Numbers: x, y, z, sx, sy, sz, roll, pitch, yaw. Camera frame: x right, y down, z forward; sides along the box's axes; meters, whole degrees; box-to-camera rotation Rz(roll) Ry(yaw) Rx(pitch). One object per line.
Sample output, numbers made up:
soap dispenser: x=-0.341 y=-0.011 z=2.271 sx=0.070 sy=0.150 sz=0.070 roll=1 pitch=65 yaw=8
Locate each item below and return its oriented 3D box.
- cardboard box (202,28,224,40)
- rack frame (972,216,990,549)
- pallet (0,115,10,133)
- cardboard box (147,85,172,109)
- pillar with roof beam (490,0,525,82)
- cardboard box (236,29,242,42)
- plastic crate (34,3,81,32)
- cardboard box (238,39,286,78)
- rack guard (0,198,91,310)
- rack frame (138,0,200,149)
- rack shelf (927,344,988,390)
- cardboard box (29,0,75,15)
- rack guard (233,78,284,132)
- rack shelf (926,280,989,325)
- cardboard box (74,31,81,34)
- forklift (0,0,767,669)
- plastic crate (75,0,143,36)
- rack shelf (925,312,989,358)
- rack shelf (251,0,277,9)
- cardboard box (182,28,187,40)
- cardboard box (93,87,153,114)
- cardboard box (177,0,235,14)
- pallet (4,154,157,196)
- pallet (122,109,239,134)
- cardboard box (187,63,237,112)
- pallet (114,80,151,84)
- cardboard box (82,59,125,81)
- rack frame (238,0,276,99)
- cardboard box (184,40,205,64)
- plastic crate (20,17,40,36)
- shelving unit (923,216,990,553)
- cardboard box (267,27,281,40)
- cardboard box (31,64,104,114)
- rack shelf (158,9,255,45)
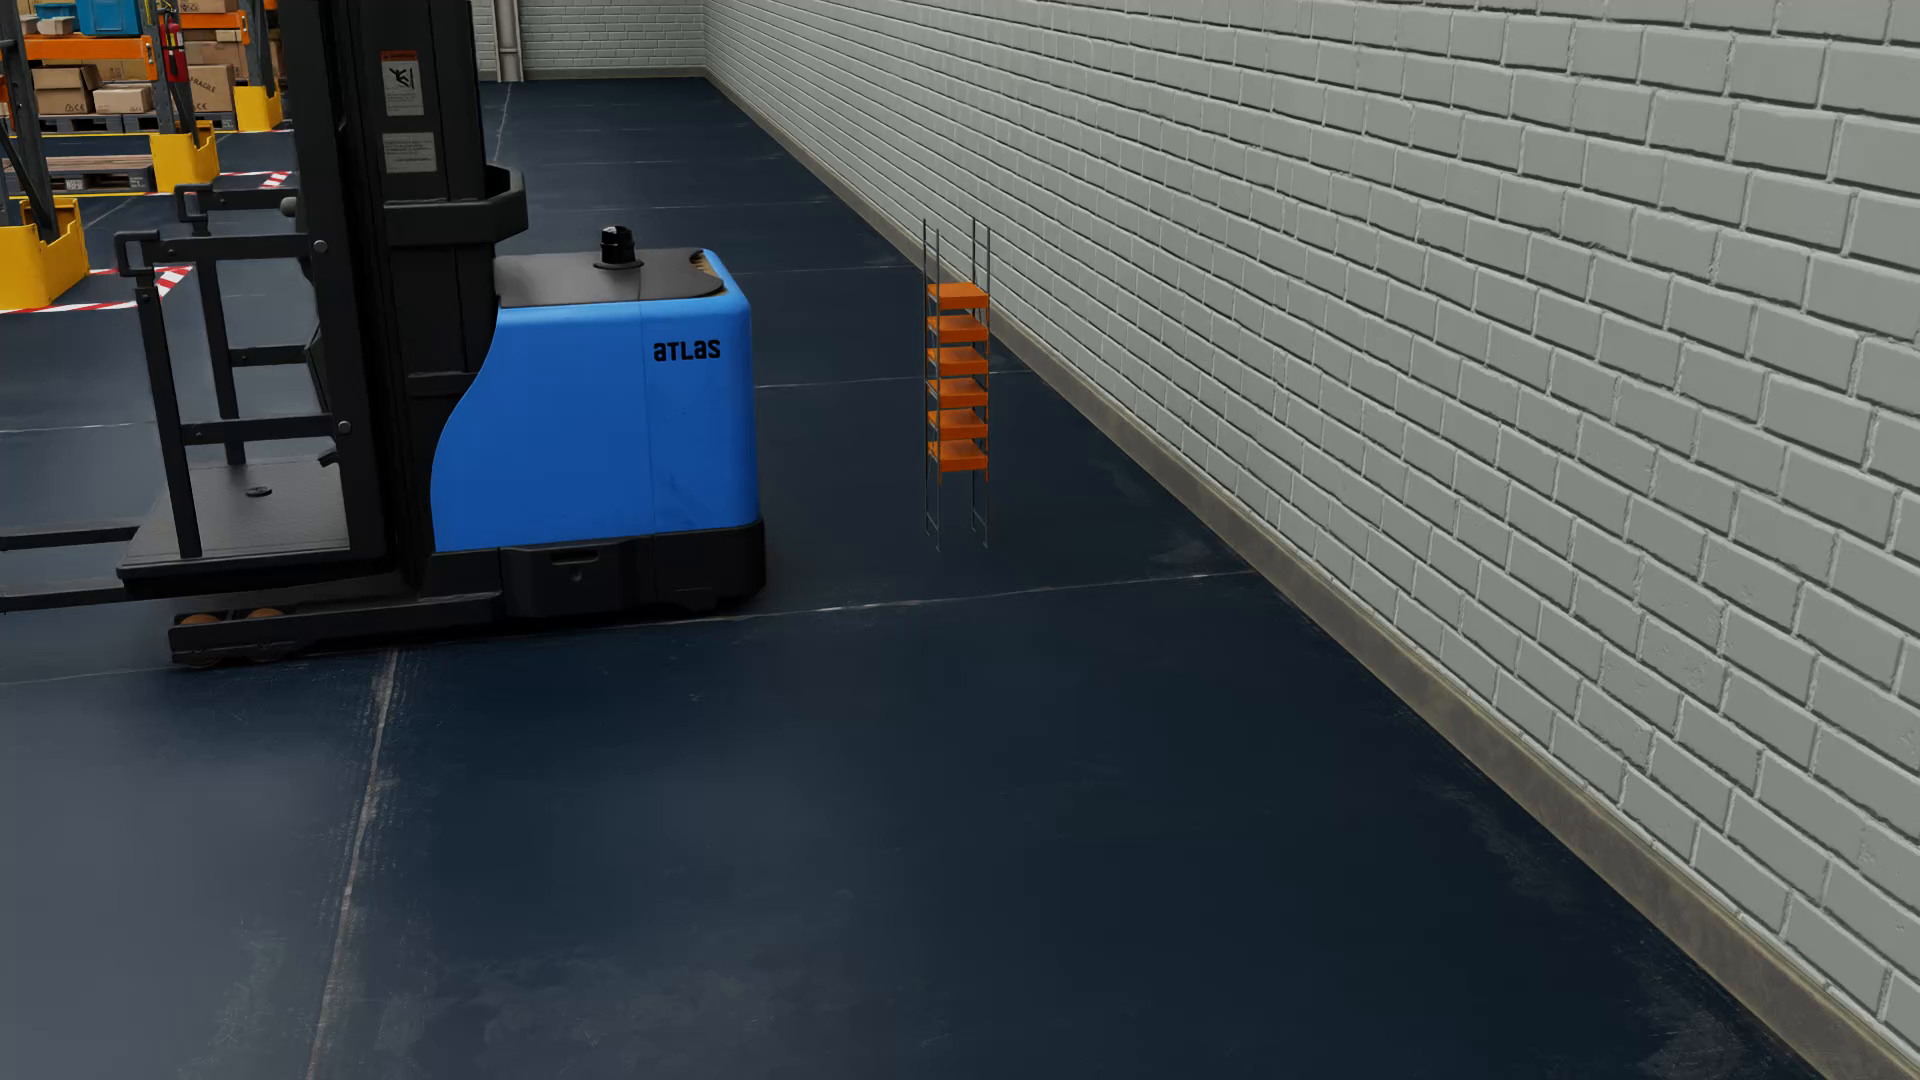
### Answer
cardboard box: x=-10.669 y=-7.241 z=23.801 sx=0.250 sy=0.149 sz=0.380 roll=-4 pitch=21 yaw=-12
rack frame: x=0.075 y=-0.569 z=6.125 sx=0.006 sy=1.200 sz=0.240 roll=-5 pitch=21 yaw=-12
pallet: x=-11.431 y=-4.755 z=18.988 sx=1.213 sy=0.211 sz=1.003 roll=-5 pitch=21 yaw=-12
cardboard box: x=-9.288 y=-5.255 z=19.656 sx=0.500 sy=0.250 sz=0.500 roll=-5 pitch=21 yaw=-12
pillar with roof beam: x=-5.931 y=-9.864 z=20.159 sx=0.400 sy=9.000 sz=9.100 roll=-5 pitch=21 yaw=-12
cardboard box: x=-10.092 y=-7.153 z=23.560 sx=0.250 sy=0.149 sz=0.380 roll=-5 pitch=21 yaw=-13
plastic crate: x=-8.027 y=-4.657 z=14.822 sx=0.300 sy=0.233 sz=0.416 roll=-5 pitch=21 yaw=-12
cardboard box: x=-10.009 y=-6.919 z=23.866 sx=0.500 sy=0.500 sz=0.700 roll=-5 pitch=21 yaw=-12
rack guard: x=-5.908 y=-1.839 z=10.608 sx=0.348 sy=0.500 sz=1.175 roll=-5 pitch=21 yaw=-12
rack frame: x=-7.071 y=-4.669 z=14.698 sx=0.127 sy=3.000 sz=1.000 roll=-5 pitch=21 yaw=-12
rack shelf: x=-0.014 y=-0.633 z=6.079 sx=0.180 sy=0.103 sz=0.258 roll=-5 pitch=21 yaw=-12
cardboard box: x=-10.061 y=-6.128 z=18.536 sx=0.500 sy=0.500 sz=0.500 roll=-5 pitch=21 yaw=-13
rack guard: x=-8.281 y=-5.147 z=19.639 sx=0.348 sy=0.500 sz=1.175 roll=-5 pitch=21 yaw=-12
rack shelf: x=-0.014 y=-0.859 z=5.997 sx=0.180 sy=0.103 sz=0.258 roll=-5 pitch=21 yaw=-12
cardboard box: x=-12.116 y=-6.987 z=23.108 sx=0.250 sy=0.149 sz=0.380 roll=-4 pitch=20 yaw=-11
forklift: x=-2.238 y=-1.174 z=5.259 sx=3.031 sy=2.935 sz=1.130 roll=-5 pitch=21 yaw=-14
plastic crate: x=-7.354 y=-4.624 z=14.439 sx=0.499 sy=0.435 sz=0.616 roll=-5 pitch=21 yaw=-12
rack shelf: x=-0.014 y=-0.746 z=6.038 sx=0.180 sy=0.103 sz=0.258 roll=-5 pitch=21 yaw=-12
rack shelf: x=-11.297 y=-7.489 z=23.443 sx=4.000 sy=0.370 sz=1.077 roll=-5 pitch=21 yaw=-12
cardboard box: x=-11.166 y=-7.200 z=23.689 sx=0.250 sy=0.149 sz=0.380 roll=-4 pitch=21 yaw=-12
cardboard box: x=-9.611 y=-5.052 z=19.102 sx=0.500 sy=0.250 sz=0.500 roll=-5 pitch=21 yaw=-12
cardboard box: x=-8.580 y=-6.247 z=18.863 sx=0.500 sy=0.500 sz=0.500 roll=-4 pitch=20 yaw=-11
pallet: x=-7.882 y=-3.307 z=15.035 sx=1.213 sy=0.211 sz=1.003 roll=-5 pitch=21 yaw=-12
pallet: x=-9.057 y=-4.948 z=19.516 sx=1.213 sy=0.211 sz=1.003 roll=-5 pitch=21 yaw=-12
cardboard box: x=-8.679 y=-5.234 z=19.237 sx=0.500 sy=0.500 sz=0.500 roll=-5 pitch=21 yaw=-12
pallet: x=-11.295 y=-6.491 z=23.726 sx=1.213 sy=0.211 sz=1.003 roll=-5 pitch=21 yaw=-12
cardboard box: x=-12.002 y=-6.755 z=23.418 sx=0.500 sy=0.500 sz=0.700 roll=-5 pitch=21 yaw=-13
rack frame: x=-8.207 y=-6.327 z=19.225 sx=0.127 sy=3.000 sz=1.000 roll=-5 pitch=21 yaw=-12
cardboard box: x=-10.985 y=-6.840 z=23.649 sx=0.500 sy=0.500 sz=0.700 roll=-5 pitch=21 yaw=-14
plastic crate: x=-8.108 y=-4.430 z=14.342 sx=0.243 sy=0.136 sz=0.396 roll=-5 pitch=21 yaw=-12
shelving unit: x=-0.014 y=-0.562 z=6.105 sx=0.189 sy=1.200 sz=0.258 roll=-5 pitch=21 yaw=-12
cardboard box: x=-9.933 y=-7.301 z=23.965 sx=0.250 sy=0.149 sz=0.380 roll=-5 pitch=21 yaw=-12
cardboard box: x=-10.272 y=-5.195 z=19.126 sx=0.637 sy=0.503 sz=0.797 roll=-5 pitch=21 yaw=-12
rack shelf: x=-10.153 y=-5.831 z=18.917 sx=4.000 sy=0.370 sz=1.077 roll=-5 pitch=21 yaw=-12
